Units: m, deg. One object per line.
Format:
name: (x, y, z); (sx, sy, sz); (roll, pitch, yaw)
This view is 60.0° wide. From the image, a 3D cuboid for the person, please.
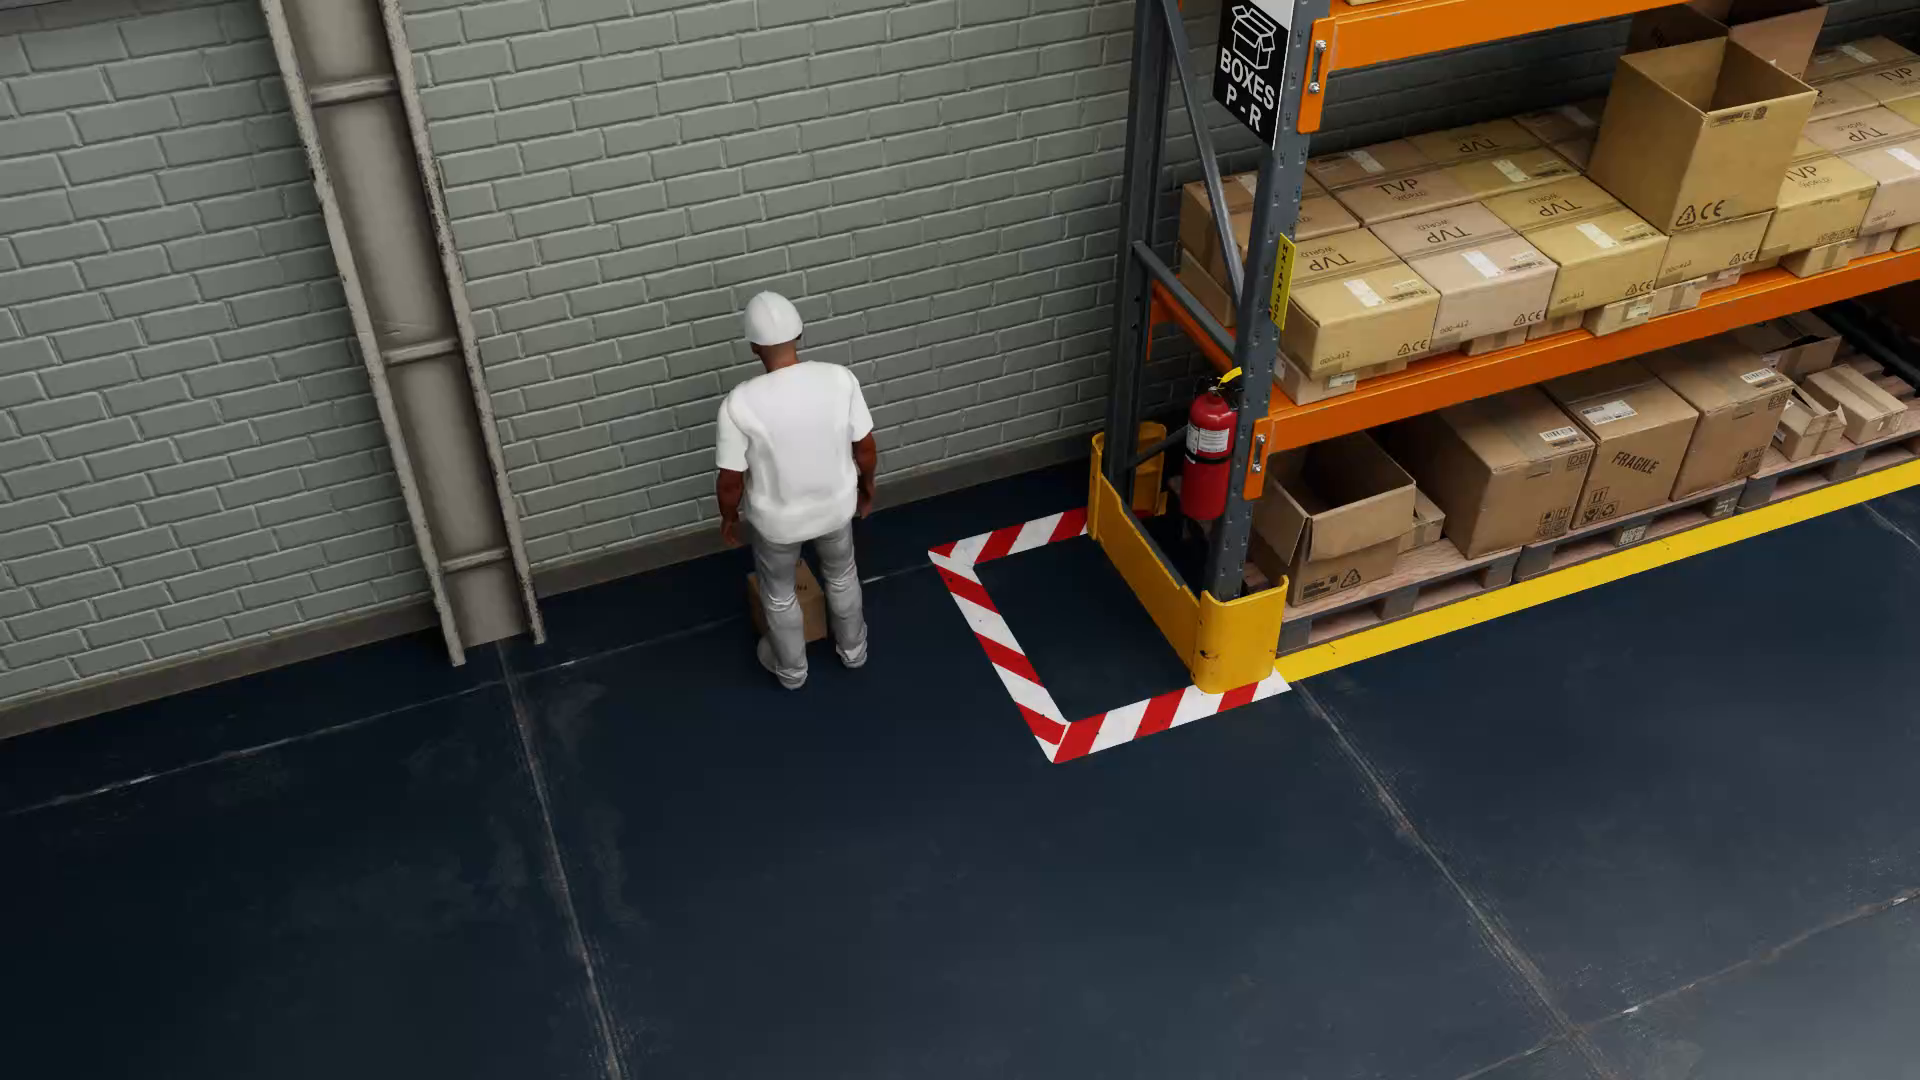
person: (-0.617, -0.155, 6.321); (0.627, 1.760, 0.460); (-15, 44, -16)
